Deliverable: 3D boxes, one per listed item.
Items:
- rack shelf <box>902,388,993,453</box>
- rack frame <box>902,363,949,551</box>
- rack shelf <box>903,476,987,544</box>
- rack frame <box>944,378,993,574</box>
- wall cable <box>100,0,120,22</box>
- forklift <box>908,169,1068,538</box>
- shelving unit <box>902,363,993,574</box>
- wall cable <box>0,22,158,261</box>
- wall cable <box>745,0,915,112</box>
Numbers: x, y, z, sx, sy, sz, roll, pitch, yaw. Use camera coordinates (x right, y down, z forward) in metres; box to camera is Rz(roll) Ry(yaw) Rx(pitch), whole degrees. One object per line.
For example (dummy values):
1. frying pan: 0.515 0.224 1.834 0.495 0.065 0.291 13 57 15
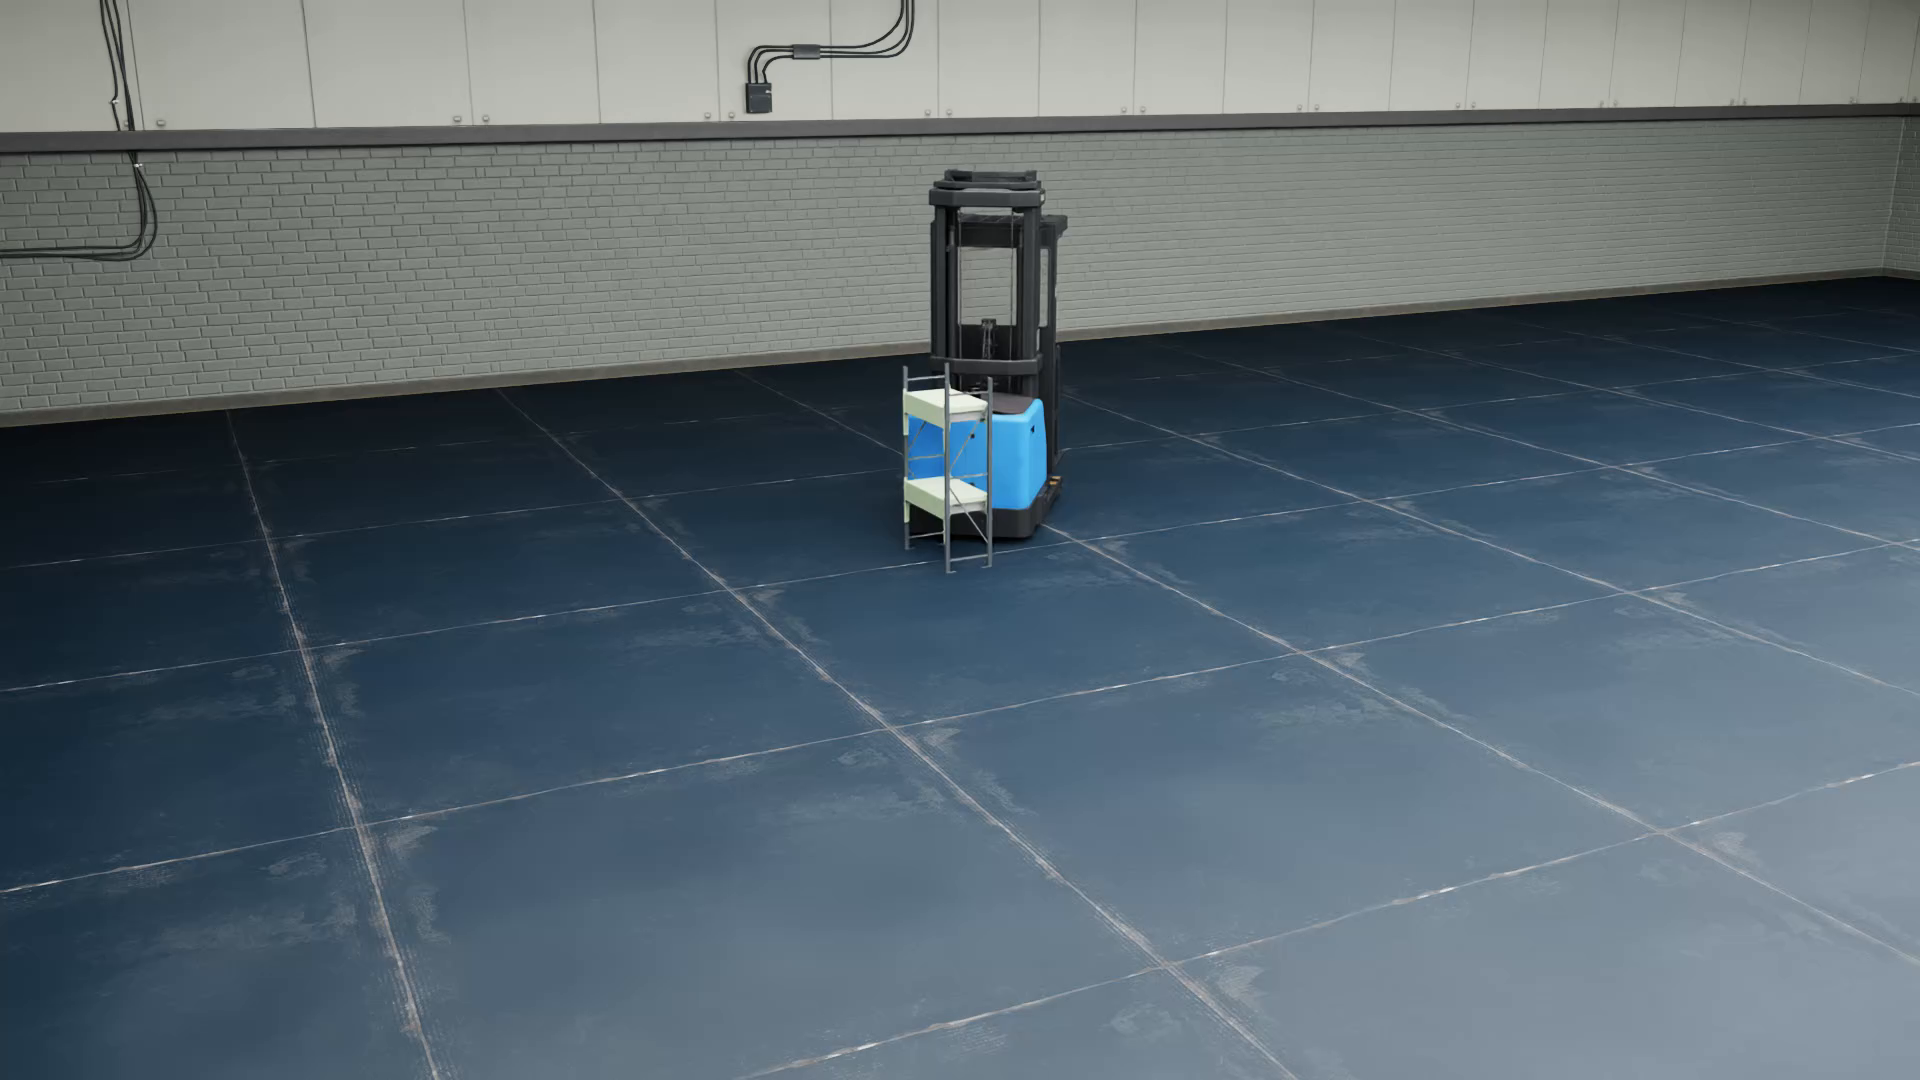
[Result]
1. rack shelf: -0.102 -0.947 12.919 0.431 0.370 0.720 -8 18 -26
2. rack frame: -0.270 -0.662 13.339 0.400 1.500 0.023 -8 18 -26
3. rack shelf: -0.102 -0.259 13.116 0.431 0.370 0.720 -8 18 -26
4. rack frame: 0.065 -0.483 12.713 0.400 1.500 0.023 -8 18 -26
5. wall cable: -7.708 -6.828 17.704 3.097 2.526 0.112 -8 18 -25
6. forklift: 0.336 -1.788 14.667 1.130 2.935 3.031 3 16 11
7. shelving unit: -0.102 -0.572 13.026 0.431 1.500 0.755 -8 18 -26
8. wall cable: -10.140 -4.074 17.261 3.097 2.526 0.112 -8 18 -25
9. wall cable: -1.599 -8.344 20.348 2.305 6.003 0.169 -8 18 -25
